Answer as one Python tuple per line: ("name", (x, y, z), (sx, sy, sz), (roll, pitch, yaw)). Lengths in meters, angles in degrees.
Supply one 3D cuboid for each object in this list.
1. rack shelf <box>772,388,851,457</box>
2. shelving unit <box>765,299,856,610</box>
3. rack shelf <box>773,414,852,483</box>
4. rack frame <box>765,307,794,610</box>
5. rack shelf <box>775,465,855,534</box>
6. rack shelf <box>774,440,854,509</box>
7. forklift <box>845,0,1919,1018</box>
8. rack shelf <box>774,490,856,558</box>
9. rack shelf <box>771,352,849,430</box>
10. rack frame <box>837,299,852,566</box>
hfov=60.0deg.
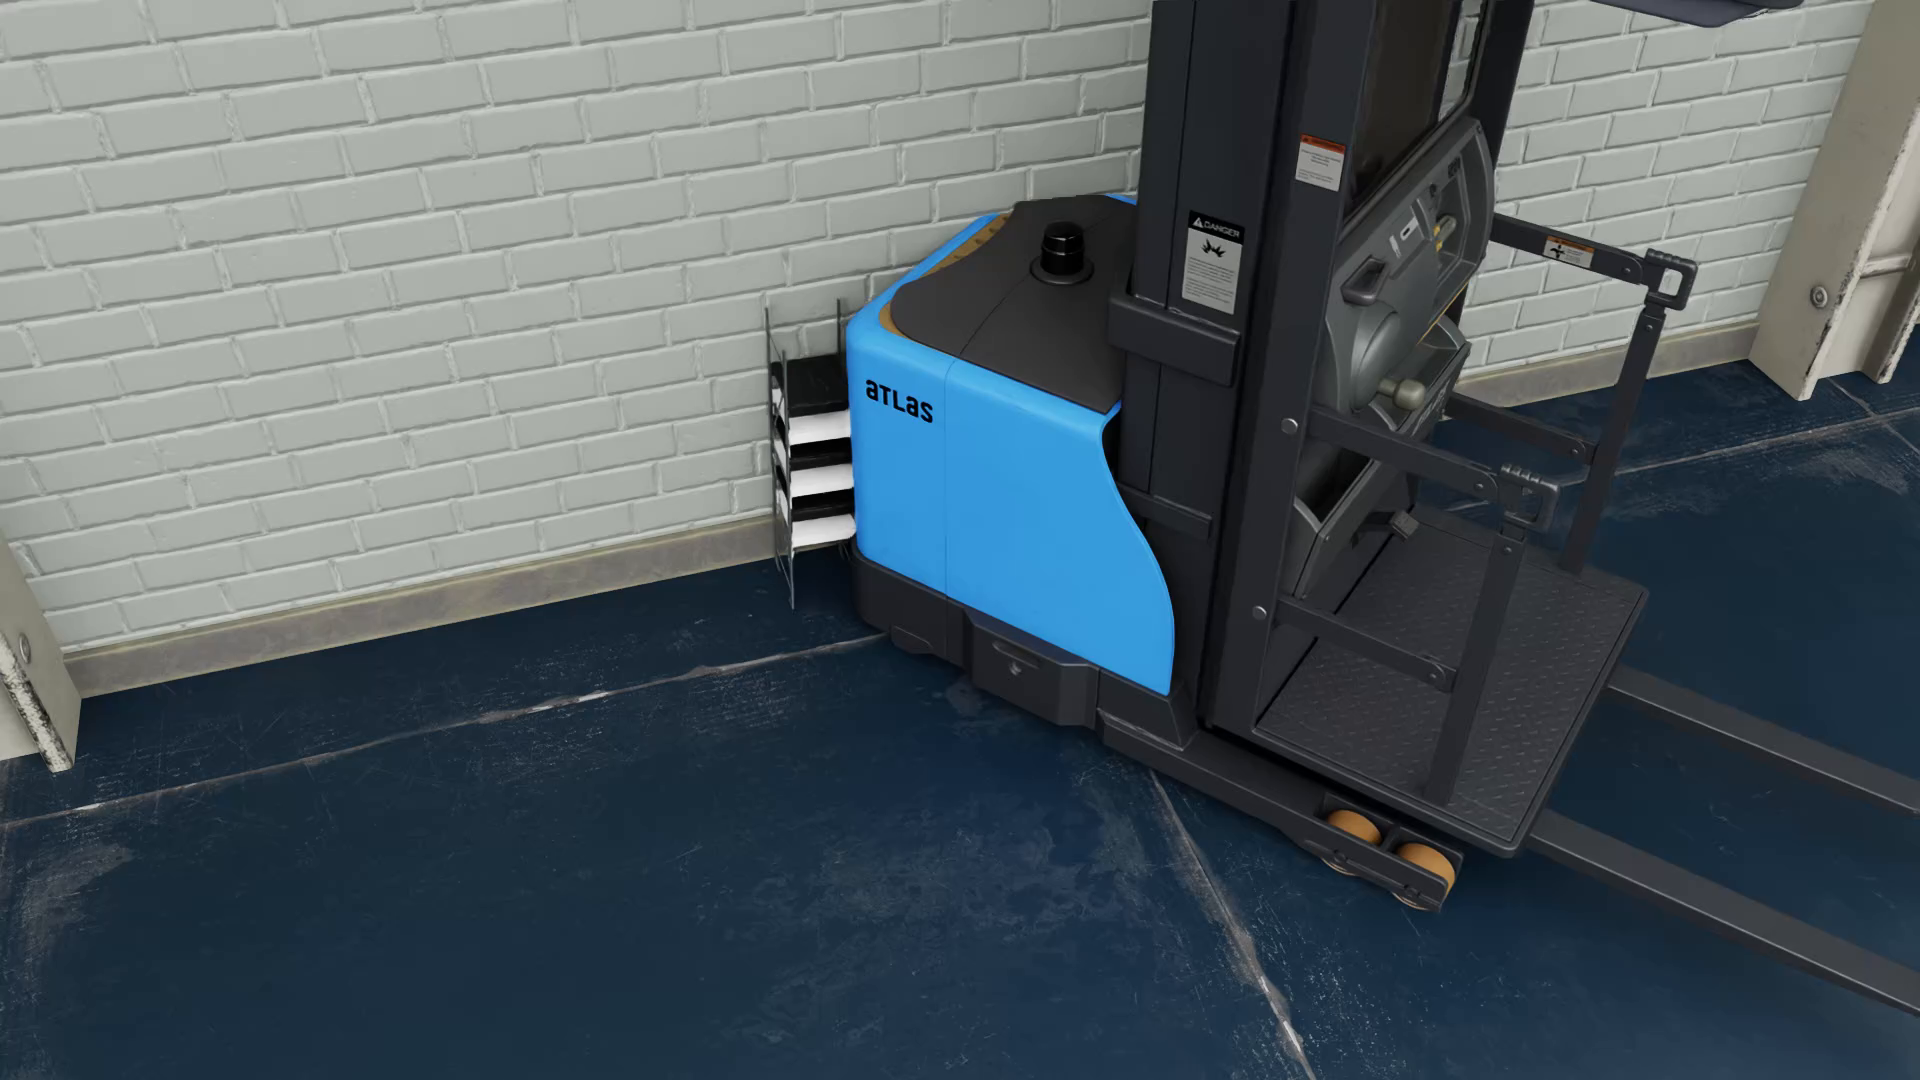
("rack shelf", (-0.416, -0.350, 4.728), (0.200, 0.077, 0.258), (-9, 39, -15))
("shelving unit", (-0.421, -0.234, 4.818), (0.210, 0.900, 0.258), (-9, 39, -15))
("rack shelf", (-0.419, -0.279, 4.783), (0.200, 0.077, 0.258), (-9, 39, -15))
("rack frame", (-0.518, -0.218, 4.792), (0.006, 0.900, 0.240), (-9, 39, -15))
("rack shelf", (-0.426, -0.137, 4.893), (0.200, 0.077, 0.258), (-9, 39, -15))
("rack shelf", (-0.422, -0.208, 4.838), (0.200, 0.077, 0.258), (-9, 39, -15))
("forklift", (1.197, -0.577, 3.683), (3.031, 2.935, 1.130), (24, 46, 25))
("rack shelf", (-0.429, -0.066, 4.949), (0.200, 0.077, 0.258), (-9, 39, -15))
("rack shelf", (-0.412, -0.420, 4.672), (0.200, 0.077, 0.258), (-9, 39, -15))
("rack frame", (-0.324, -0.250, 4.844), (0.006, 0.900, 0.240), (-9, 39, -15))
